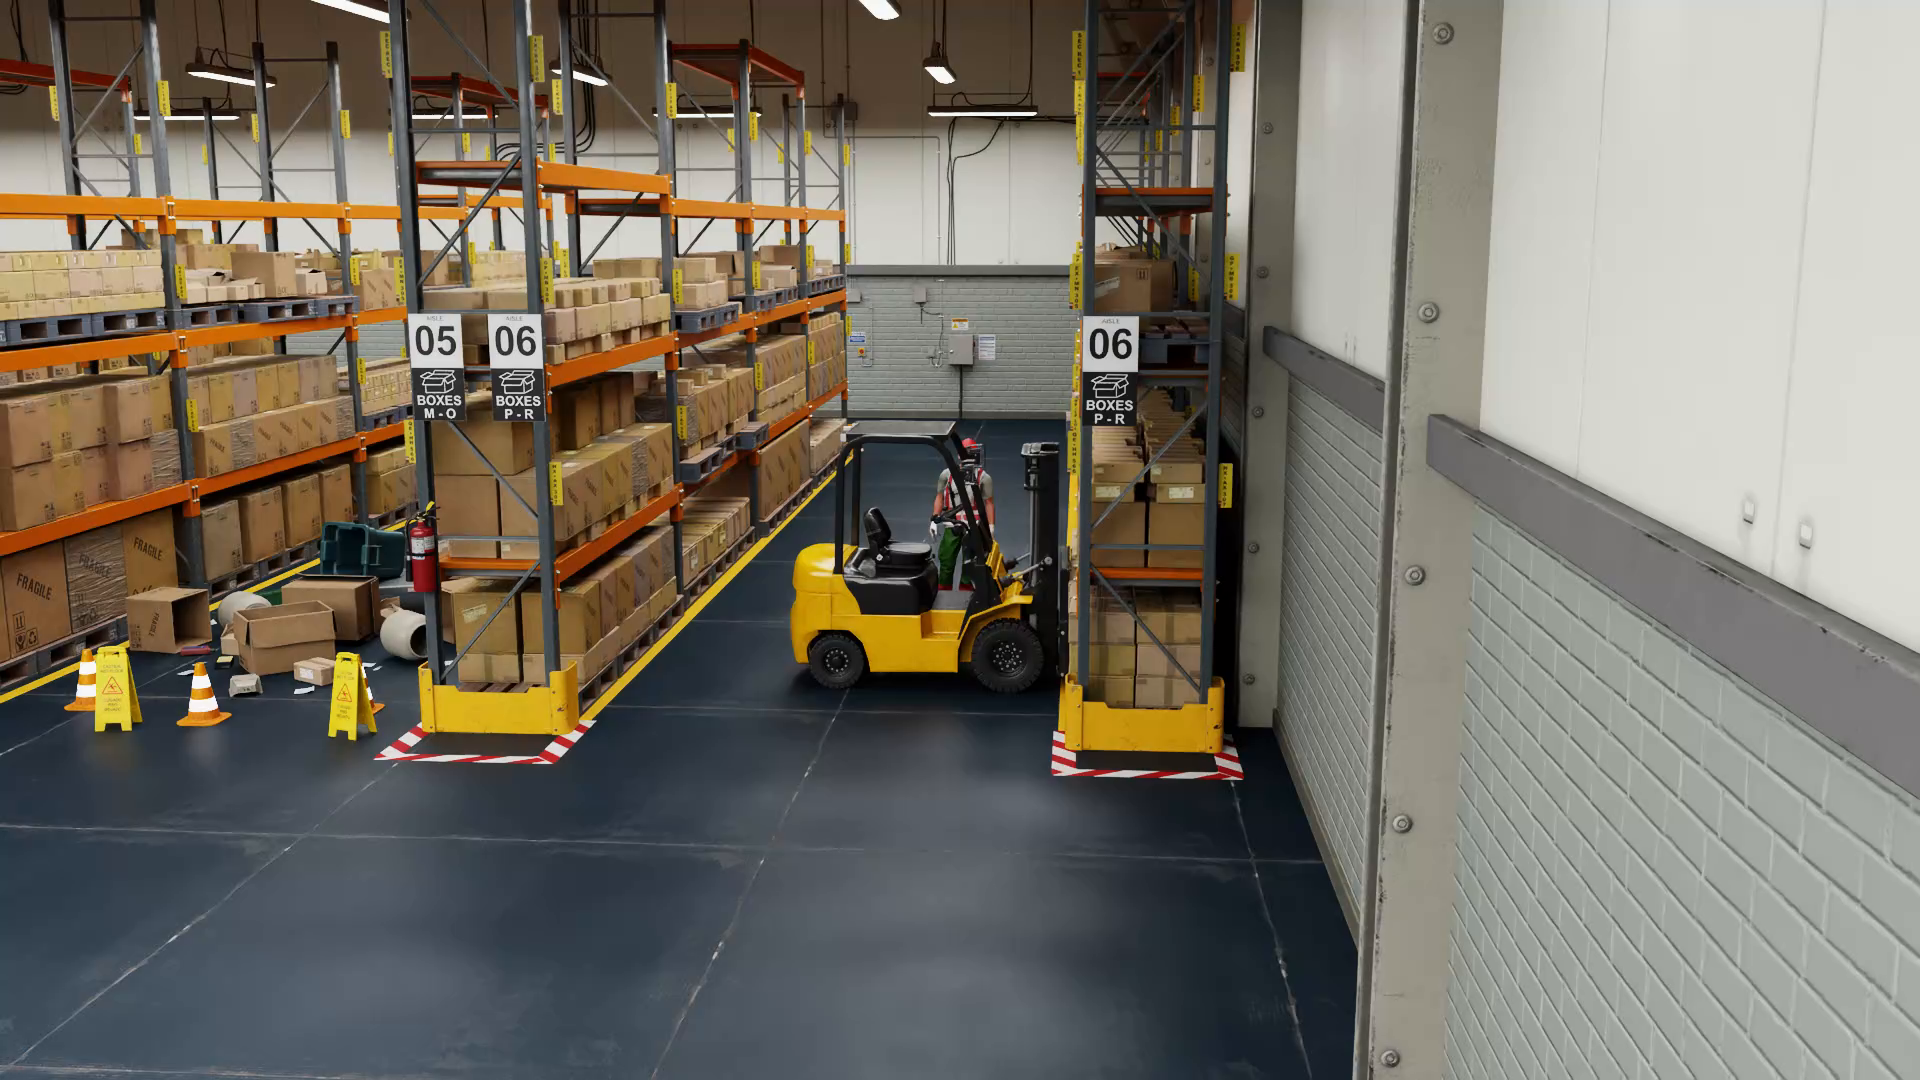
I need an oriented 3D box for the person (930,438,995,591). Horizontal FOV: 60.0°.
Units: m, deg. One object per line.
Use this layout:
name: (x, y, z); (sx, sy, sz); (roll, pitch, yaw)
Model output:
person: (0.020, -0.090, 16.282); (0.637, 1.790, 0.562); (1, 11, 4)
